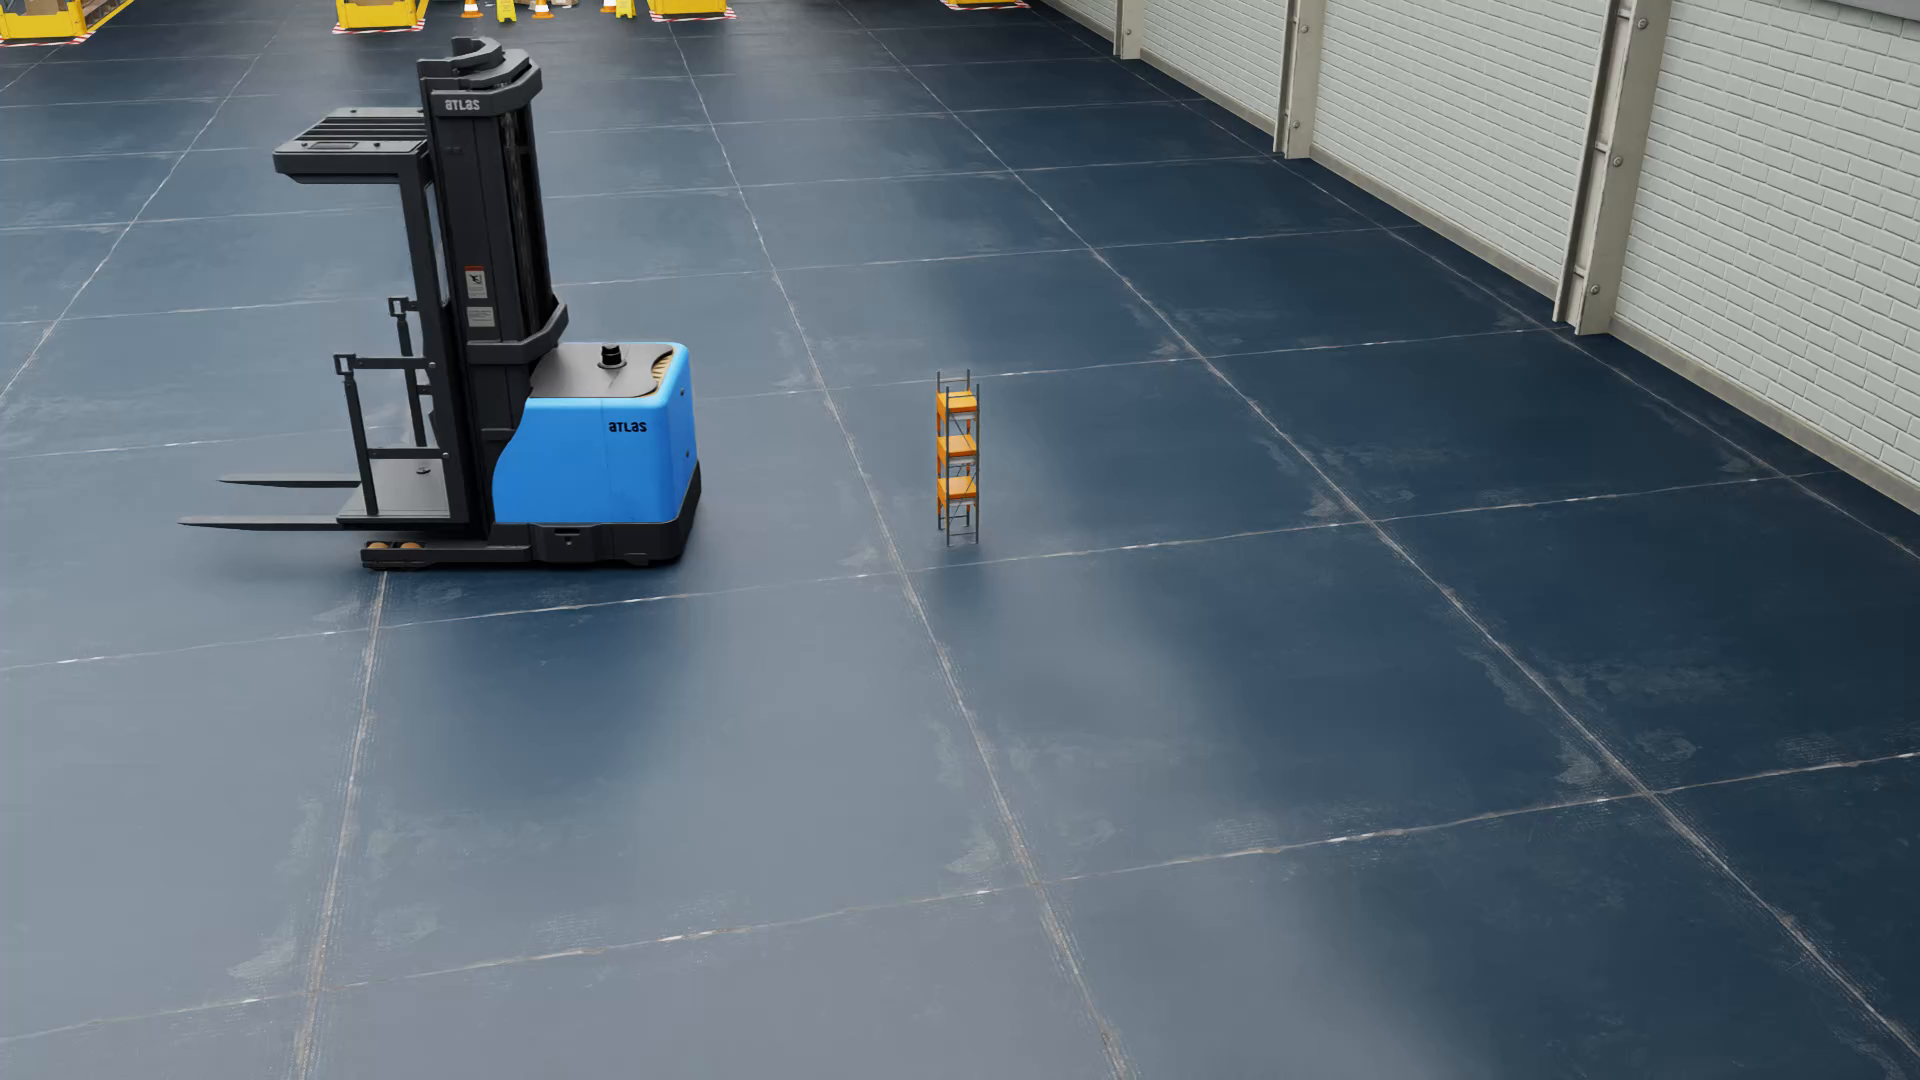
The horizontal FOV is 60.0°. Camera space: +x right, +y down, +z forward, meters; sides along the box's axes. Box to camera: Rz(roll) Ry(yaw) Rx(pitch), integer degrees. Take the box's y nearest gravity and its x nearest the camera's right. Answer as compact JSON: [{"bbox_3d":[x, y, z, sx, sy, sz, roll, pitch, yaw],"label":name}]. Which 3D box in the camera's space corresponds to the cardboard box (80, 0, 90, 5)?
[{"bbox_3d":[-14.540,-8.987,27.035,0.500,0.500,0.500,-3,27,-7],"label":"cardboard box"}]

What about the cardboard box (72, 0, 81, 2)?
[{"bbox_3d":[-14.417,-8.711,26.487,0.500,0.500,0.500,1,27,2],"label":"cardboard box"}]

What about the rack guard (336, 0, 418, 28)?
[{"bbox_3d":[-9.264,-8.437,26.411,1.175,0.500,0.348,-6,27,-12],"label":"rack guard"}]

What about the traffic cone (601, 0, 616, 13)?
[{"bbox_3d":[-5.823,-9.036,27.639,0.336,0.463,0.334,-6,27,-12],"label":"traffic cone"}]

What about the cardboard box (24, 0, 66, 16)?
[{"bbox_3d":[-14.249,-8.452,25.974,0.500,0.500,0.500,-1,27,-2],"label":"cardboard box"}]

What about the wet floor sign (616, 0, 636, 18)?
[{"bbox_3d":[-5.469,-8.868,27.103,0.267,0.644,0.232,3,27,6],"label":"wet floor sign"}]

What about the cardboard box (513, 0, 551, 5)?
[{"bbox_3d":[-7.332,-9.510,28.533,0.637,0.503,0.797,19,32,32],"label":"cardboard box"}]

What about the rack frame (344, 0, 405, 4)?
[{"bbox_3d":[-9.269,-9.564,25.869,1.000,3.000,0.127,-6,27,-12],"label":"rack frame"}]

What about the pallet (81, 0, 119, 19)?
[{"bbox_3d":[-14.562,-8.788,27.426,1.003,0.211,1.213,-6,27,-12],"label":"pallet"}]

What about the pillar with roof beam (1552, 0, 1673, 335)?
[{"bbox_3d":[0.949,-5.352,10.868,9.100,9.000,0.400,-6,27,-12],"label":"pillar with roof beam"}]

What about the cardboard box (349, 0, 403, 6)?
[{"bbox_3d":[-9.487,-9.094,26.829,0.875,0.875,0.875,-6,27,-11],"label":"cardboard box"}]

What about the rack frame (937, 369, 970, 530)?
[{"bbox_3d":[-0.040,-0.546,10.166,0.200,1.050,0.008,-6,27,-12],"label":"rack frame"}]

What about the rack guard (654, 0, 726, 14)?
[{"bbox_3d":[-4.487,-9.028,27.582,1.175,0.500,0.348,-6,27,-12],"label":"rack guard"}]

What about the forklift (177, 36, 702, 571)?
[{"bbox_3d":[-3.178,-1.363,9.698,3.031,2.935,1.130,0,27,0],"label":"forklift"}]

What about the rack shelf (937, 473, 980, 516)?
[{"bbox_3d":[-0.012,-0.235,10.190,0.215,0.259,0.240,-6,27,-12],"label":"rack shelf"}]

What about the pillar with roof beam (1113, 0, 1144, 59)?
[{"bbox_3d":[-1.755,-10.621,21.305,9.100,9.000,0.400,-6,27,-12],"label":"pillar with roof beam"}]

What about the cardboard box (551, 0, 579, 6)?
[{"bbox_3d":[-6.733,-9.208,28.328,0.380,0.149,0.250,8,28,15],"label":"cardboard box"}]

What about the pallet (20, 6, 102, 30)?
[{"bbox_3d":[-14.290,-8.253,26.367,1.003,0.211,1.213,-6,27,-12],"label":"pallet"}]

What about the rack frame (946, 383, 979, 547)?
[{"bbox_3d":[0.015,-0.439,9.954,0.200,1.050,0.008,-6,27,-12],"label":"rack frame"}]

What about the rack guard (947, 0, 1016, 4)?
[{"bbox_3d":[0.371,-9.490,28.497,1.175,0.500,0.348,-6,27,-12],"label":"rack guard"}]

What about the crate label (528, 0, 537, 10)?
[{"bbox_3d":[-7.066,-8.967,27.864,0.250,0.136,0.298,-23,35,-38],"label":"crate label"}]

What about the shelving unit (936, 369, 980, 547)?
[{"bbox_3d":[-0.012,-0.492,10.060,0.215,1.050,0.252,-6,27,-12],"label":"shelving unit"}]

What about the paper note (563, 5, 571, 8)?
[{"bbox_3d":[-6.622,-8.998,28.043,0.148,0.019,0.142,-16,31,-29],"label":"paper note"}]

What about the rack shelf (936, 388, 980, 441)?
[{"bbox_3d":[-0.012,-0.736,9.937,0.215,0.259,0.240,-6,27,-12],"label":"rack shelf"}]

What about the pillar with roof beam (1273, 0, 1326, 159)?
[{"bbox_3d":[-0.403,-7.987,16.086,9.100,9.000,0.400,-6,27,-12],"label":"pillar with roof beam"}]

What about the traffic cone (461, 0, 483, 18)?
[{"bbox_3d":[-8.006,-8.808,27.188,0.336,0.463,0.334,-6,27,-12],"label":"traffic cone"}]

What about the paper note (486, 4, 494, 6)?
[{"bbox_3d":[-7.959,-9.080,28.207,0.144,0.017,0.142,3,27,6],"label":"paper note"}]

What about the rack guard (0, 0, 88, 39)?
[{"bbox_3d":[-14.142,-8.022,25.588,1.175,0.500,0.348,-6,27,-12],"label":"rack guard"}]

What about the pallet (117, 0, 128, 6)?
[{"bbox_3d":[-14.840,-9.324,28.489,1.003,0.211,1.213,-6,27,-12],"label":"pallet"}]

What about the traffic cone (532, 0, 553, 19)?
[{"bbox_3d":[-6.828,-8.774,27.120,0.336,0.463,0.334,-6,27,-12],"label":"traffic cone"}]

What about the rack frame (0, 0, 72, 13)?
[{"bbox_3d":[-14.125,-9.104,24.959,1.000,3.000,0.127,-6,27,-12],"label":"rack frame"}]

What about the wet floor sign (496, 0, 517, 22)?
[{"bbox_3d":[-7.334,-8.701,26.772,0.267,0.644,0.232,-11,29,-20],"label":"wet floor sign"}]

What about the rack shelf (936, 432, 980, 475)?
[{"bbox_3d":[-0.012,-0.483,10.065,0.215,0.259,0.240,-6,27,-12],"label":"rack shelf"}]
